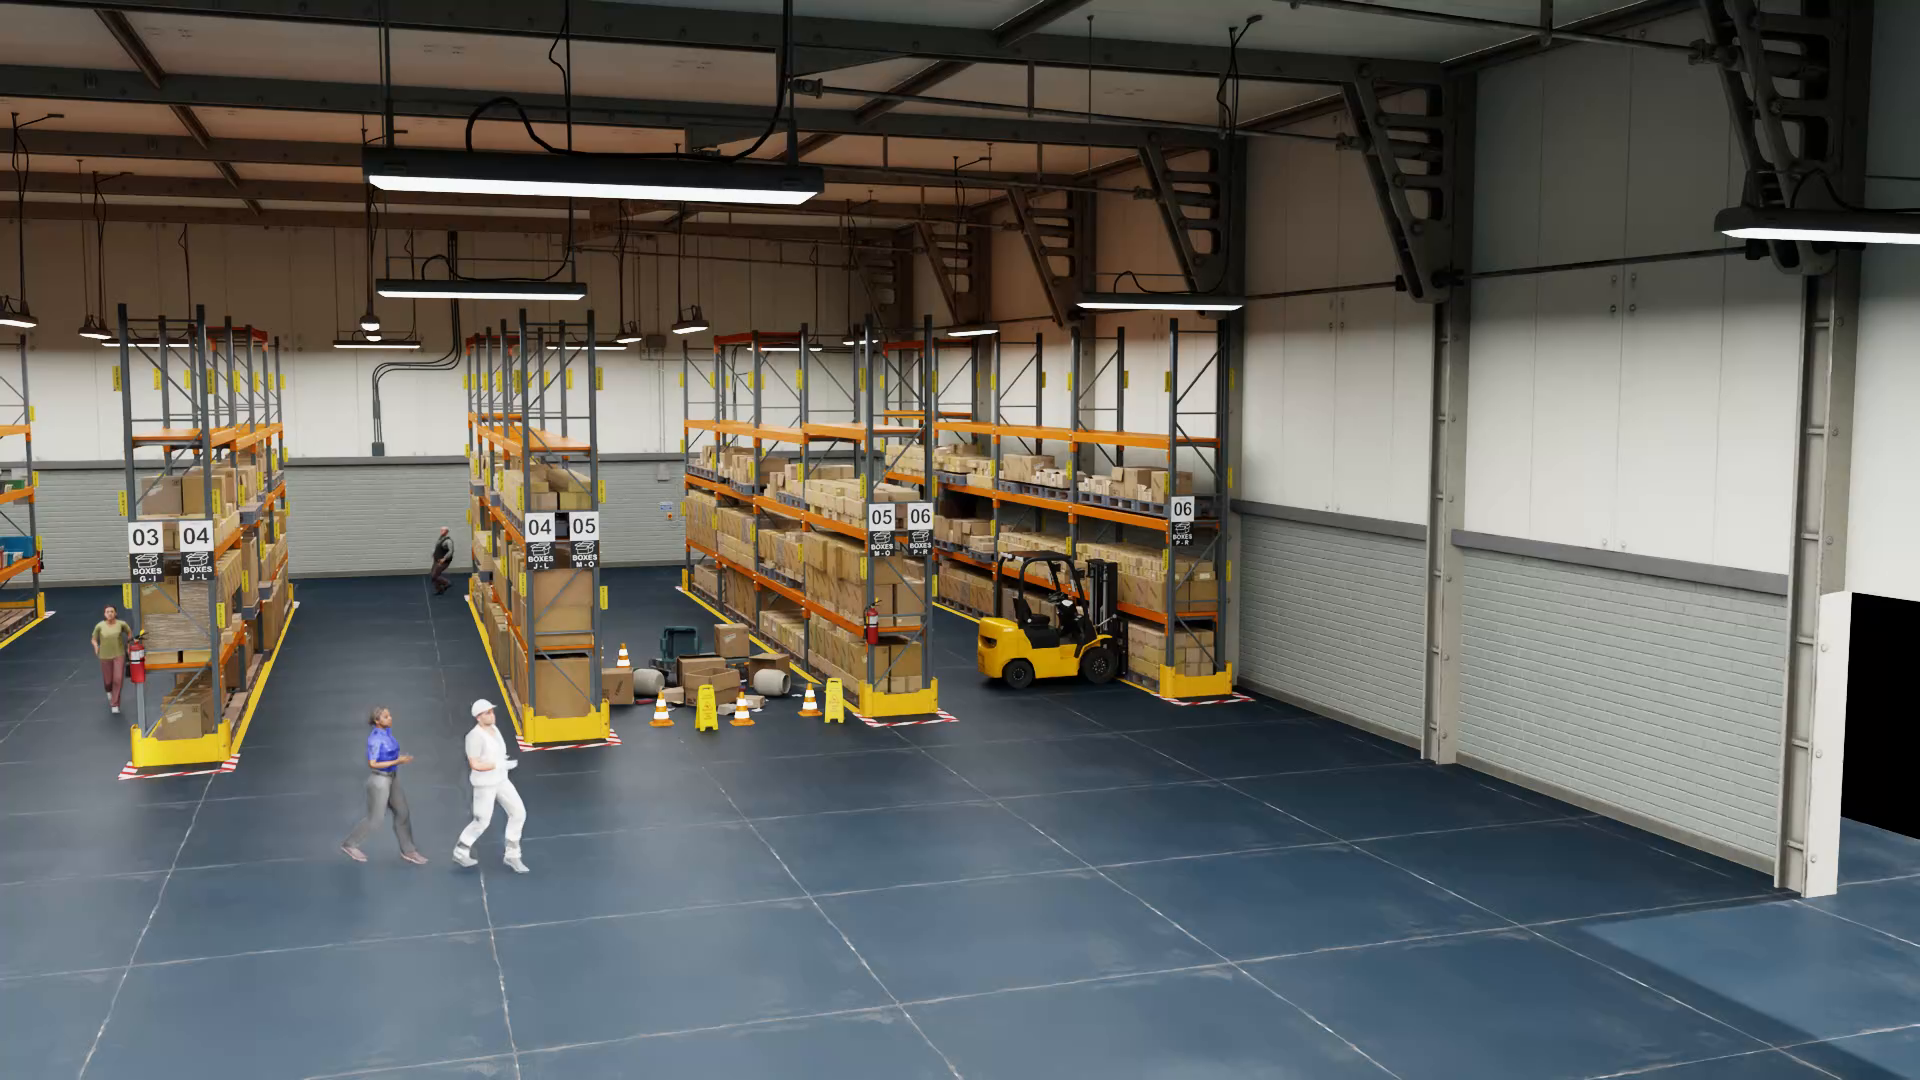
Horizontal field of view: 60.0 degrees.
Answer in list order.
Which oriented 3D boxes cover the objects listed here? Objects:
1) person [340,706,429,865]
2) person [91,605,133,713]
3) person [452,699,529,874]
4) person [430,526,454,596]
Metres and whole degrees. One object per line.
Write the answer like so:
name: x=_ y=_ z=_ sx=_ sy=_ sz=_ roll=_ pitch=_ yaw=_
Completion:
person: x=-5.960 y=2.539 z=17.143 sx=0.883 sy=1.680 sz=0.574 roll=1 pitch=5 yaw=5
person: x=-12.943 y=1.783 z=25.410 sx=0.569 sy=1.637 sz=0.801 roll=-3 pitch=6 yaw=-27
person: x=-4.813 y=2.521 z=17.002 sx=0.792 sy=1.819 sz=0.669 roll=2 pitch=6 yaw=17
person: x=-12.122 y=0.500 z=38.917 sx=0.518 sy=1.654 sz=0.694 roll=-5 pitch=7 yaw=-42
